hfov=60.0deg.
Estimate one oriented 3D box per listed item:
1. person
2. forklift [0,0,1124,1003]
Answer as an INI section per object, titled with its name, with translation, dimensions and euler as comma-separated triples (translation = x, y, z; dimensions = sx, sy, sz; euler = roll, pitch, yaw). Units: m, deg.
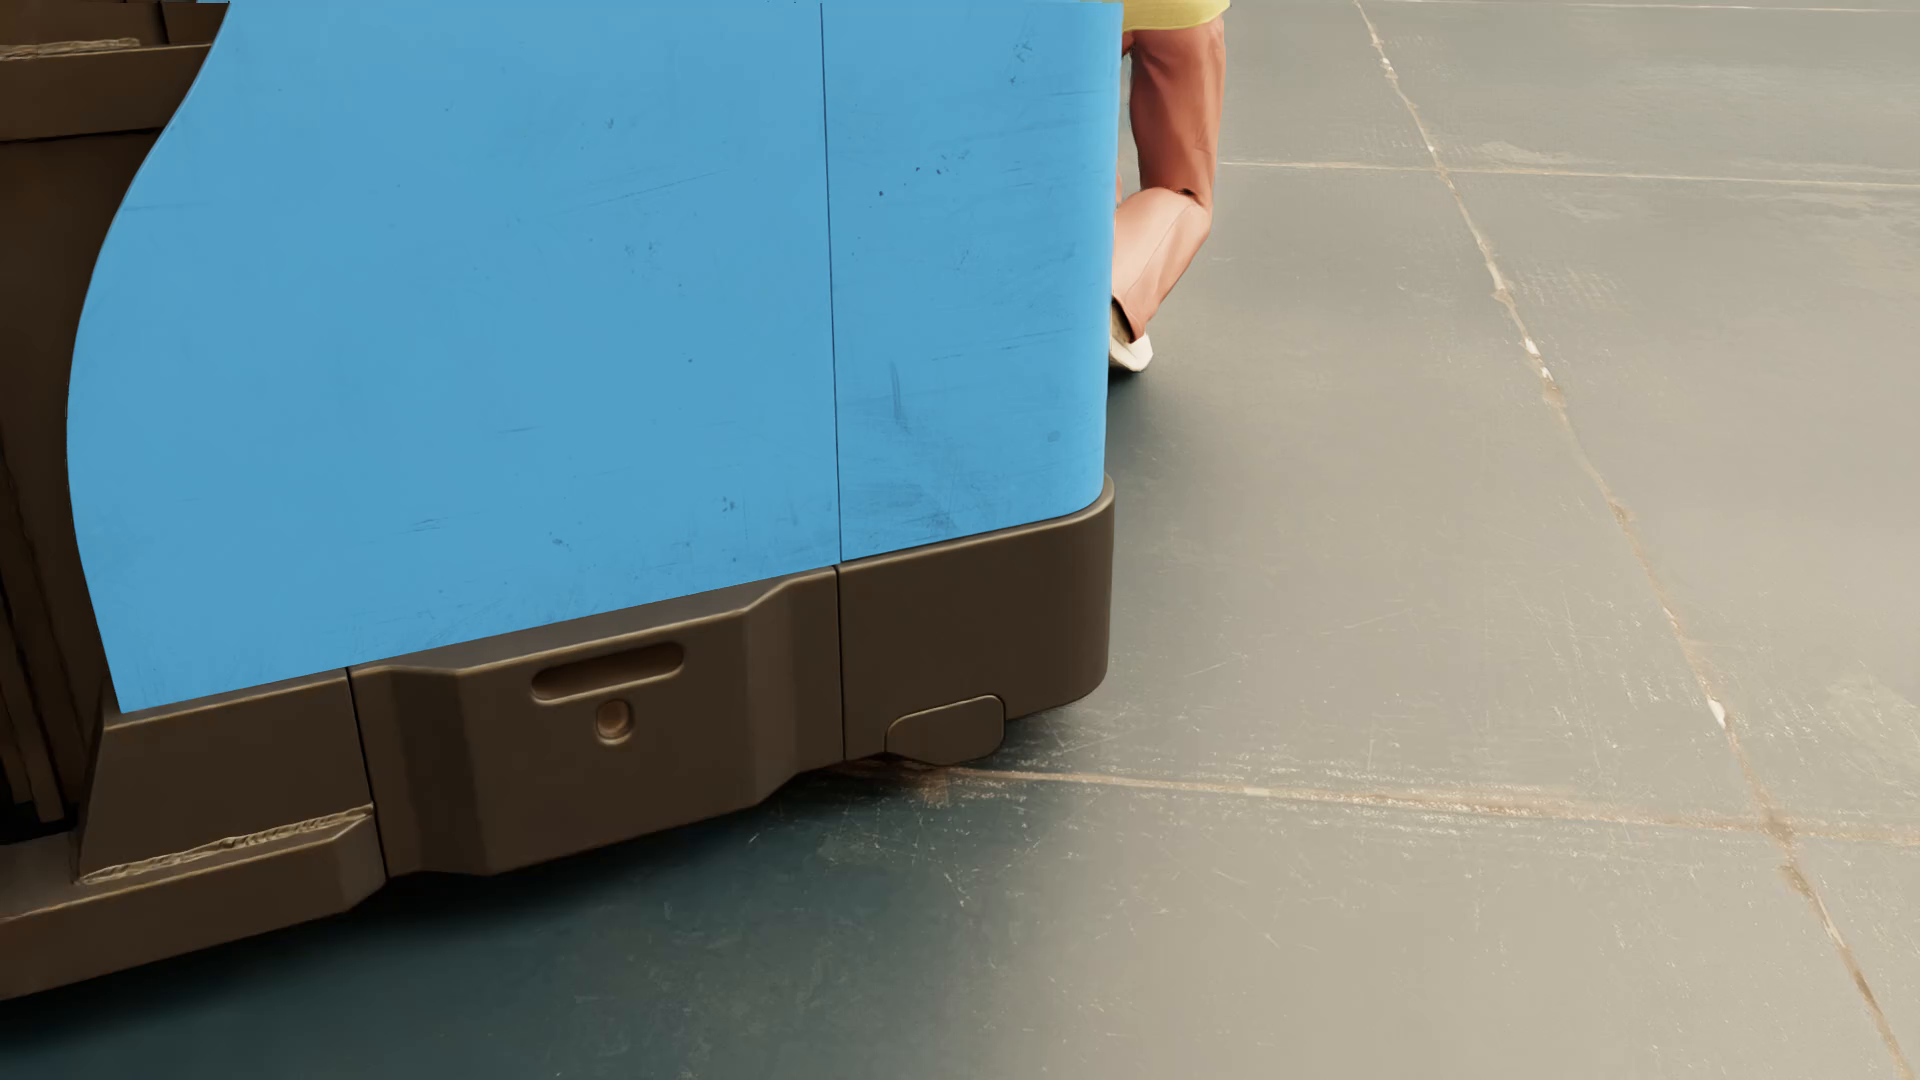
[person]
translation = 0.042, -1.049, 3.062
dimensions = 0.919, 1.382, 0.903
euler = -2, 27, -3
[forklift]
translation = -1.379, -0.997, 1.215
dimensions = 3.031, 2.935, 1.130
euler = -12, 29, -22
